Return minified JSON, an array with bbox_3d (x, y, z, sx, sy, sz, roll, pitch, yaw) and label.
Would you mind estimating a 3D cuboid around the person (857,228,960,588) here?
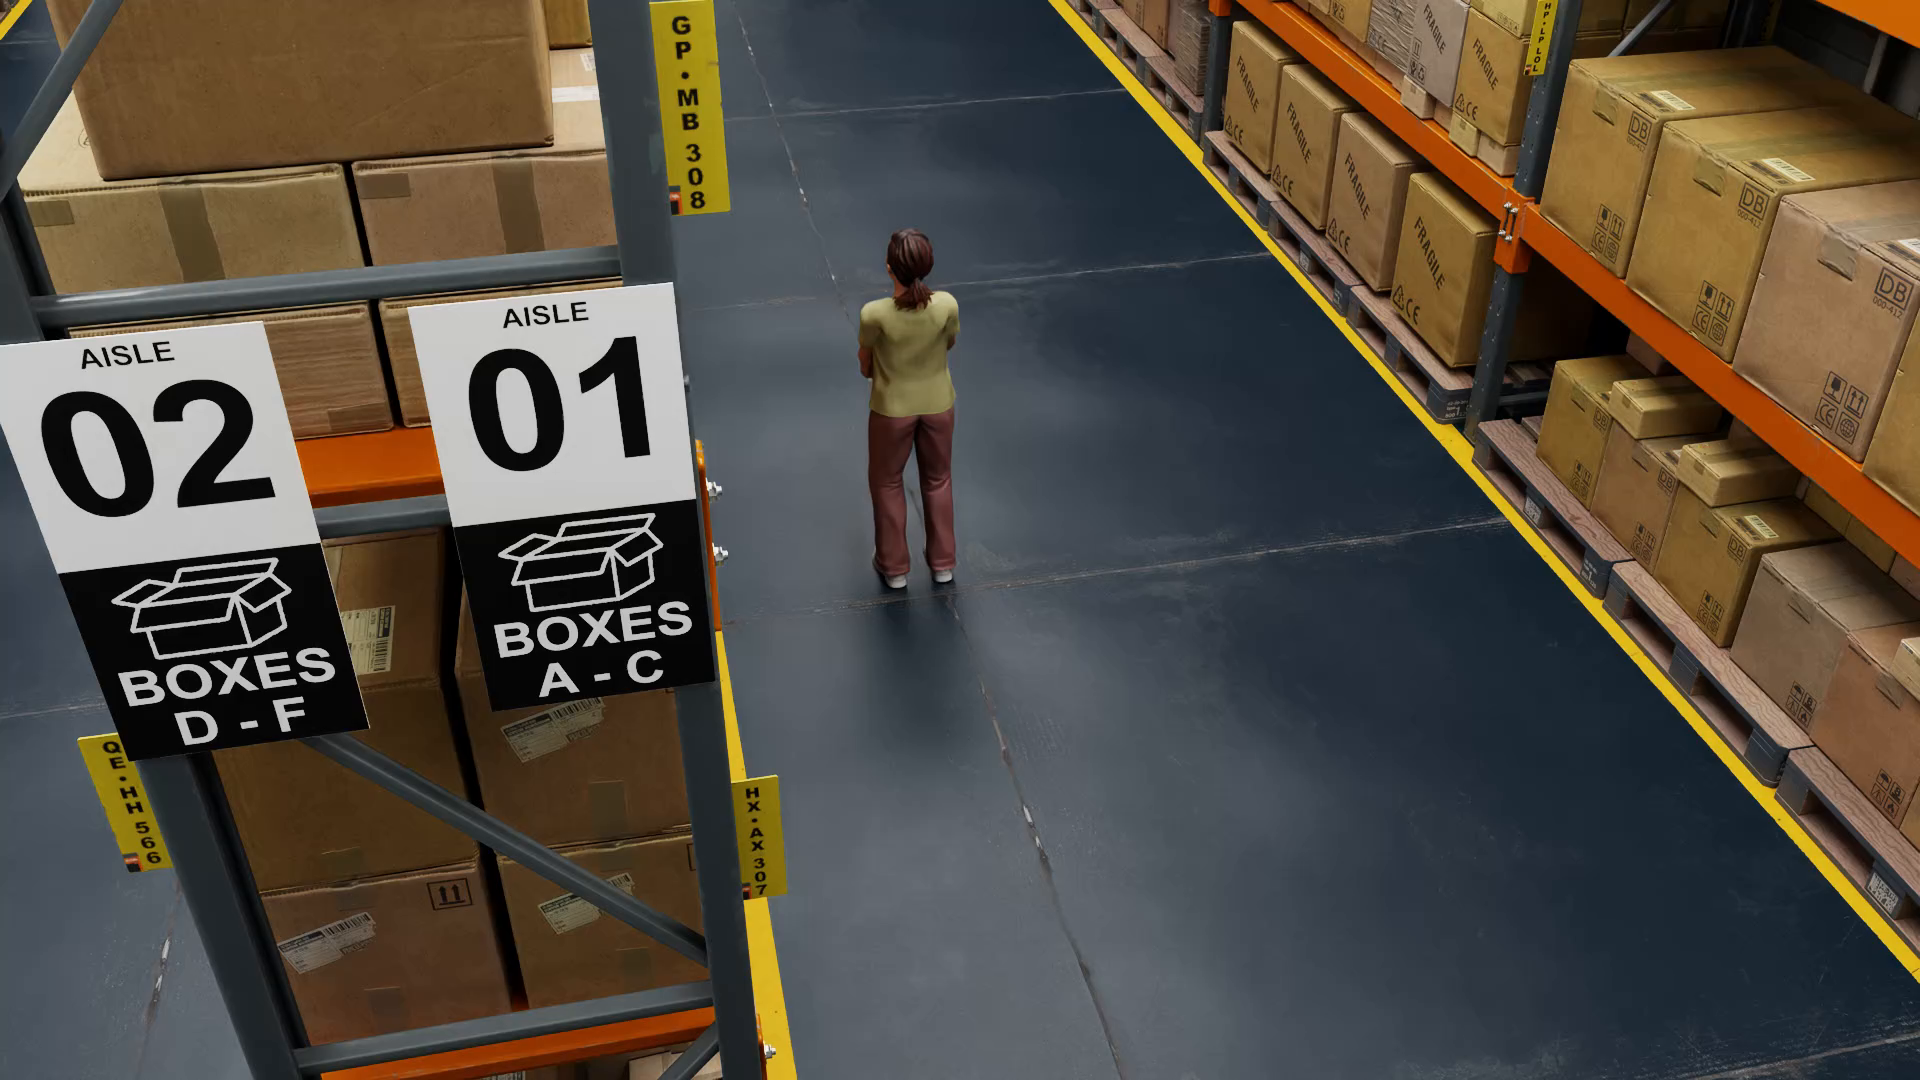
[{"bbox_3d":[-0.220,-0.575,6.993,0.426,1.665,0.549,-9,35,-12],"label":"person"}]
